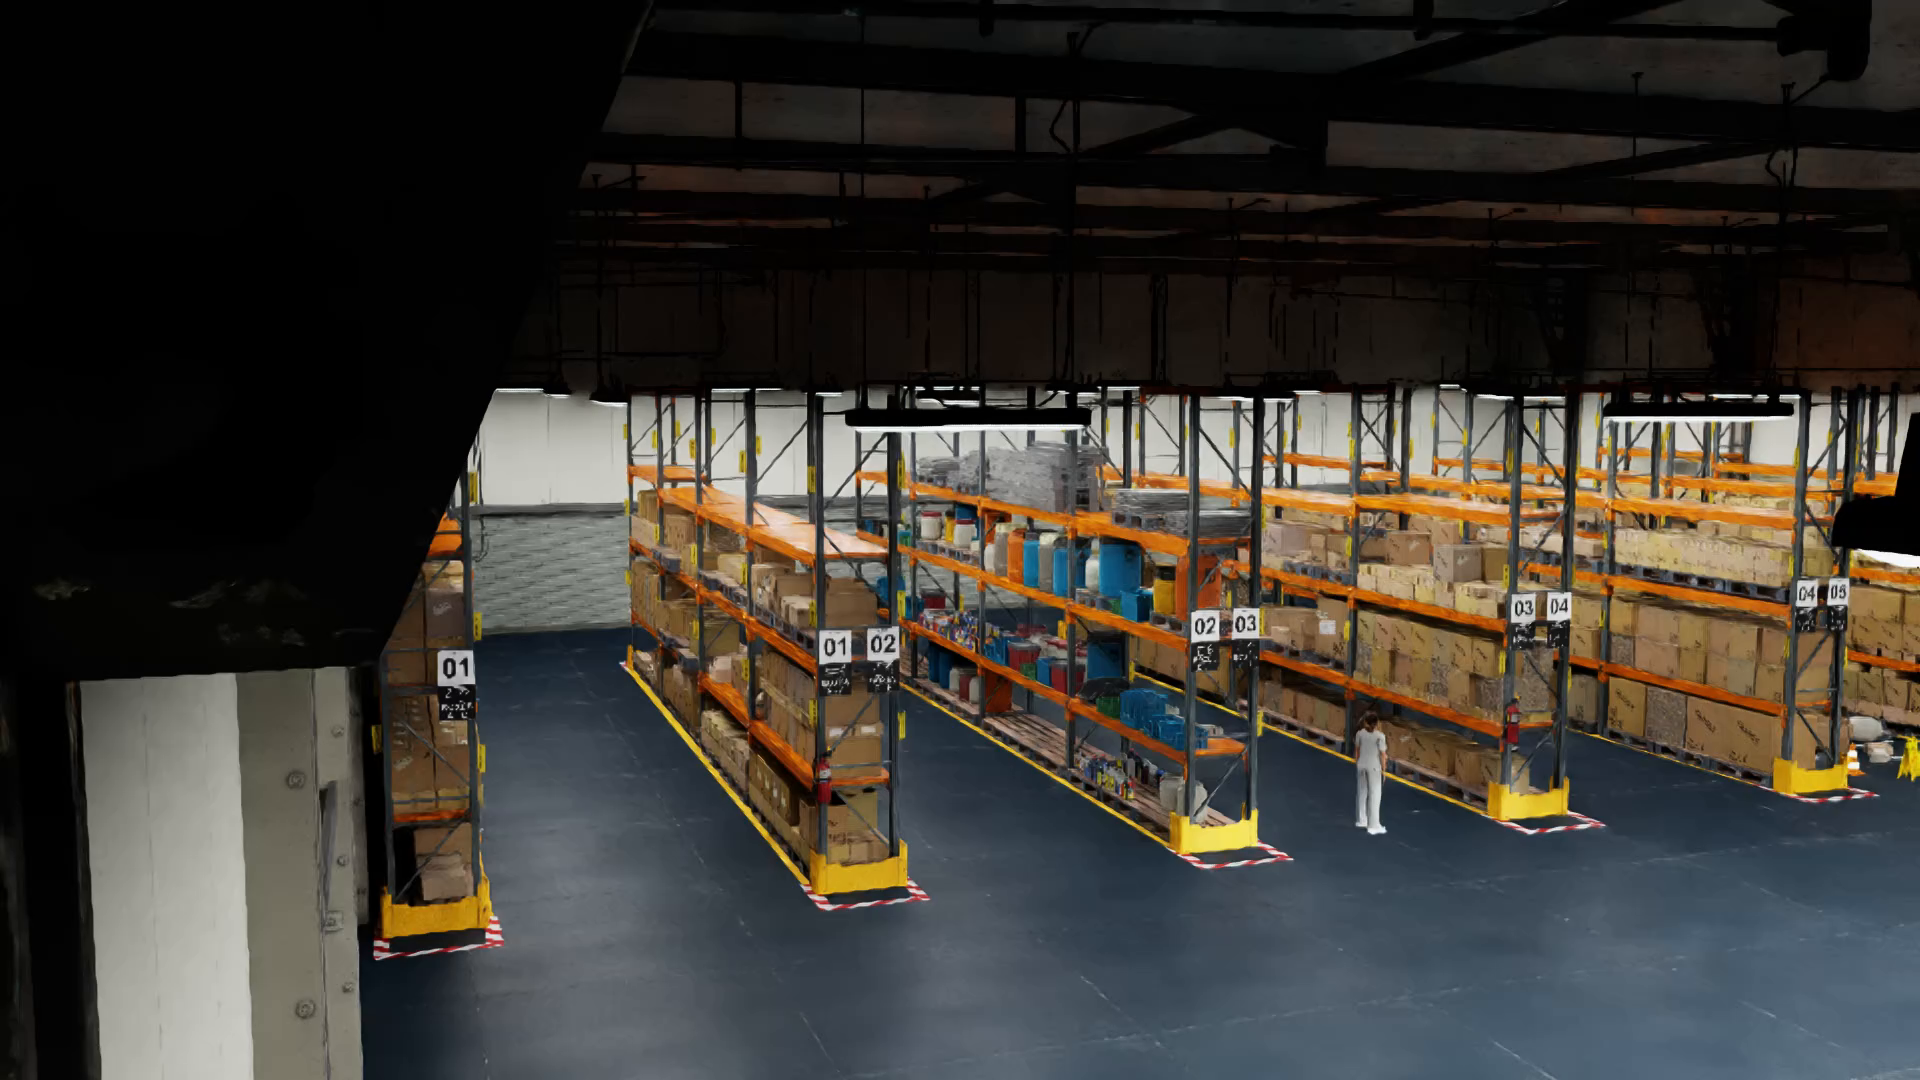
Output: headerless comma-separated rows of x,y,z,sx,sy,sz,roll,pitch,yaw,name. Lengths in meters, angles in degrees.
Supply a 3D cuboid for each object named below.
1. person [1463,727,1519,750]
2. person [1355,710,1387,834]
8.783,2.686,27.570,0.655,1.594,0.824,-4,7,-36,person
5.623,3.142,22.726,0.493,1.674,0.445,5,8,43,person
